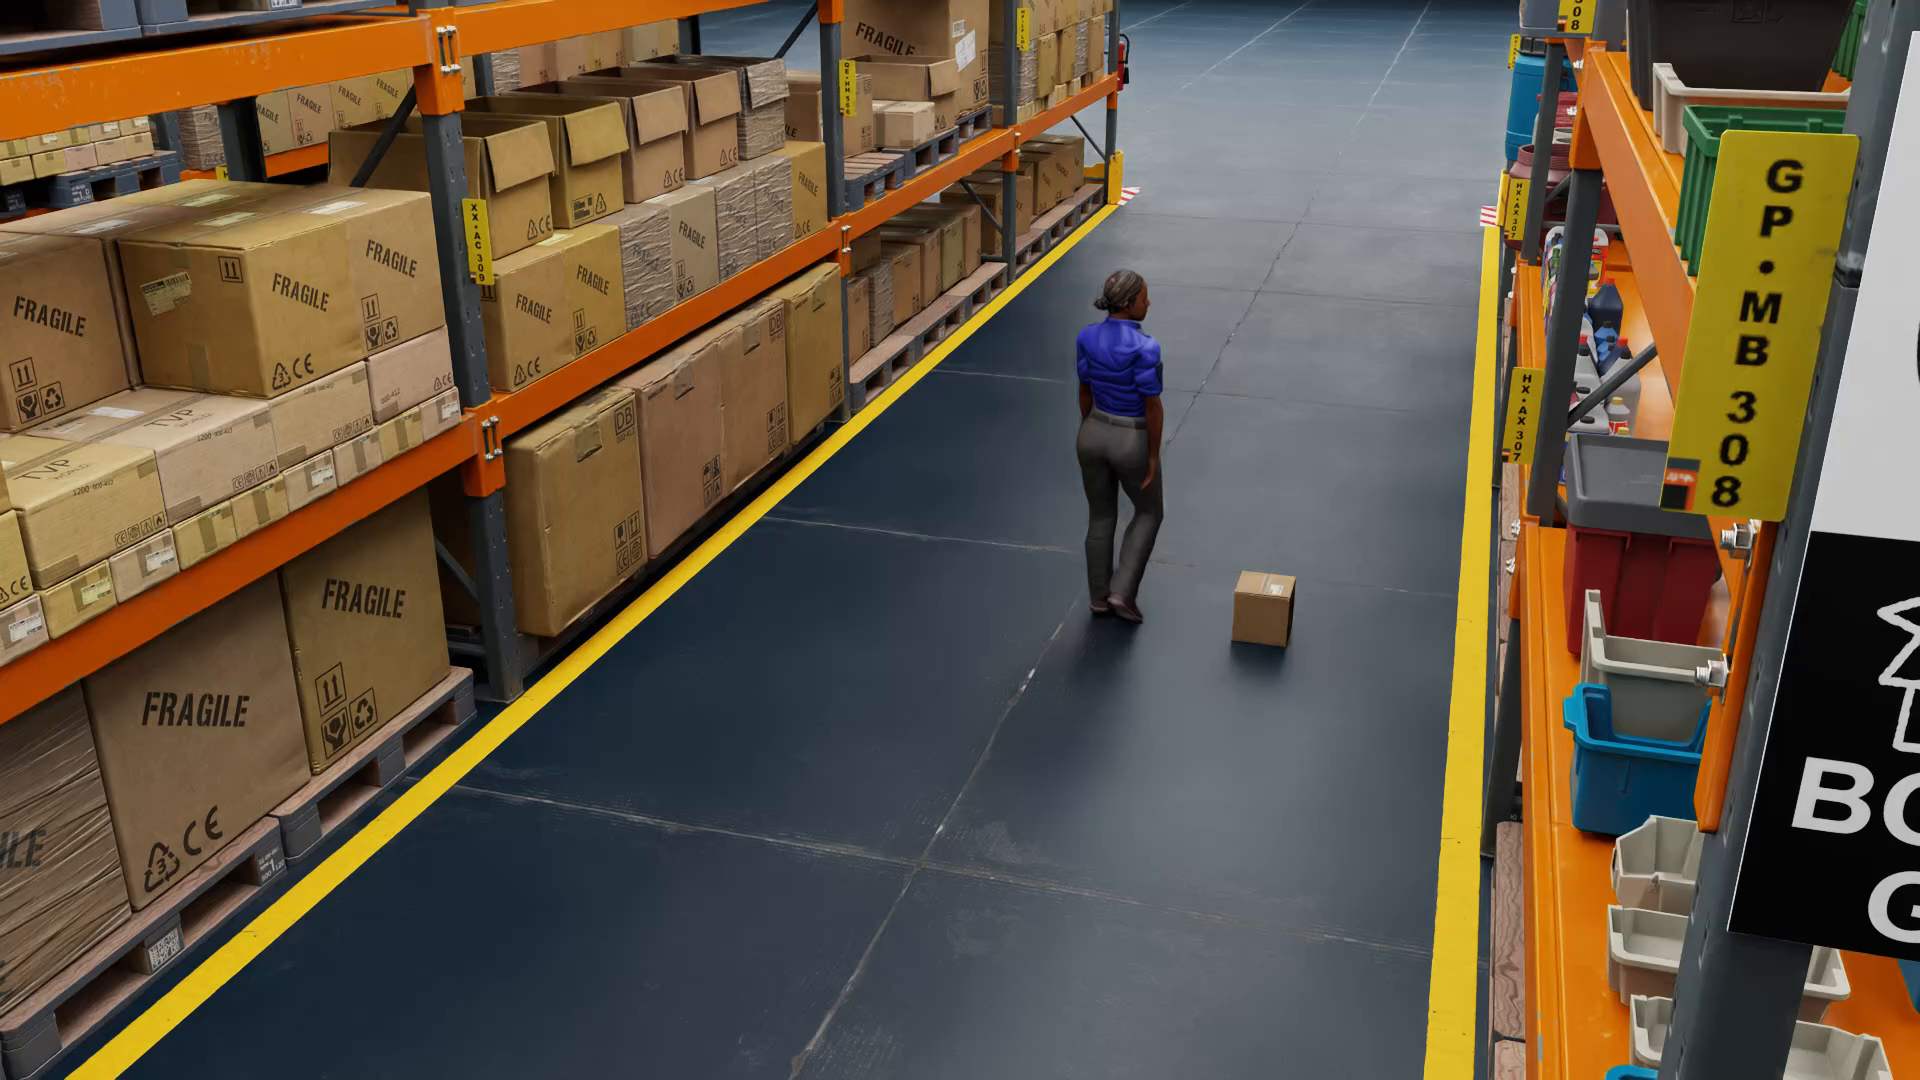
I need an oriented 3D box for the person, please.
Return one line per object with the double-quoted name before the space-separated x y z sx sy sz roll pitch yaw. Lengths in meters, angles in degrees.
"person" 0.745 -0.405 7.594 0.457 1.709 0.389 13 26 30
